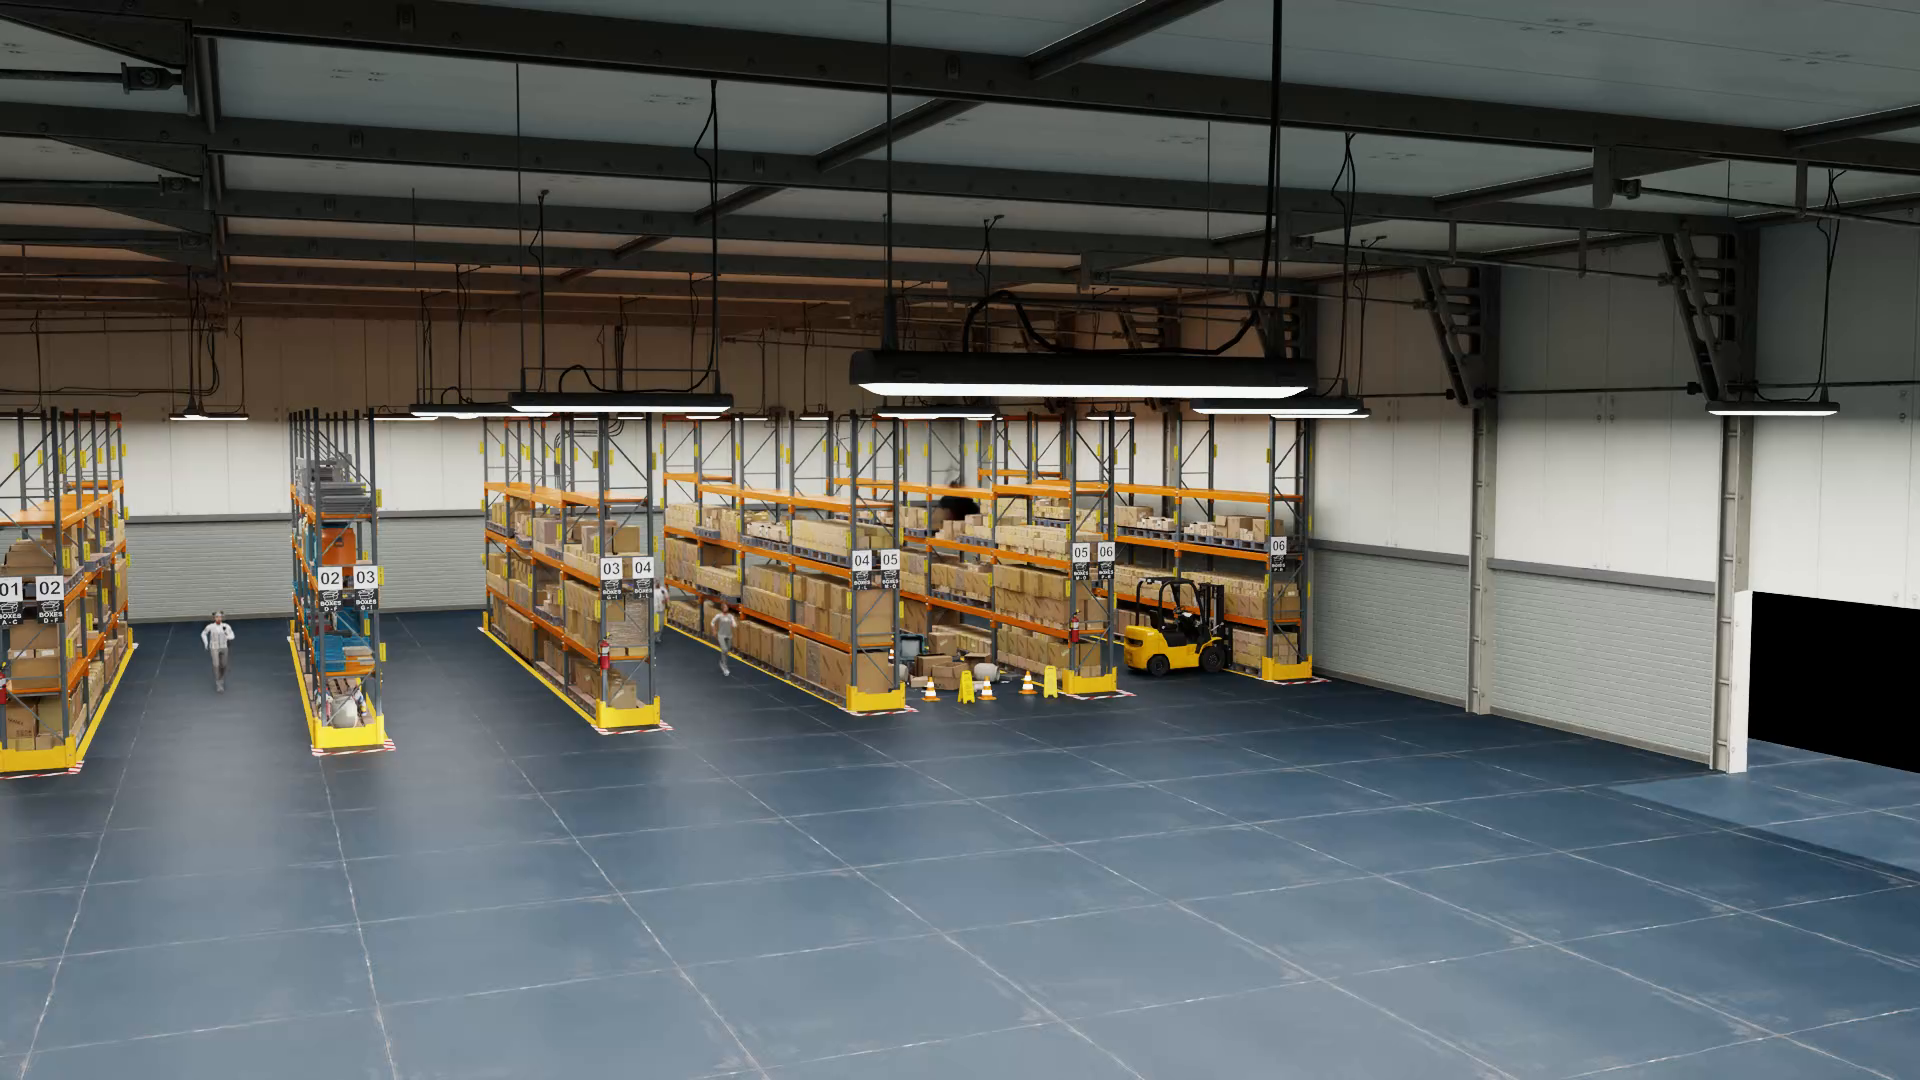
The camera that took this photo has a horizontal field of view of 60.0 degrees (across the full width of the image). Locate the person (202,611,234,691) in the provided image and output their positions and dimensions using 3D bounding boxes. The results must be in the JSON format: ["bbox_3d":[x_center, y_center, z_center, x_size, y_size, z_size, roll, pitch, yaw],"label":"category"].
[{"bbox_3d":[-15.919,2.351,35.729,0.607,1.689,0.935,-3,5,-34],"label":"person"}]

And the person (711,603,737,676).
[{"bbox_3d":[-5.382,2.248,38.007,0.517,1.630,0.784,-2,5,-32],"label":"person"}]

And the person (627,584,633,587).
[{"bbox_3d":[-8.951,1.722,45.774,0.578,1.632,0.732,-2,4,-27],"label":"person"}]

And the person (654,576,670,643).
[{"bbox_3d":[-7.847,1.824,43.182,0.645,1.768,0.675,-2,4,-25],"label":"person"}]

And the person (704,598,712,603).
[{"bbox_3d":[-7.650,1.381,49.217,0.882,1.774,0.708,2,4,23],"label":"person"}]
